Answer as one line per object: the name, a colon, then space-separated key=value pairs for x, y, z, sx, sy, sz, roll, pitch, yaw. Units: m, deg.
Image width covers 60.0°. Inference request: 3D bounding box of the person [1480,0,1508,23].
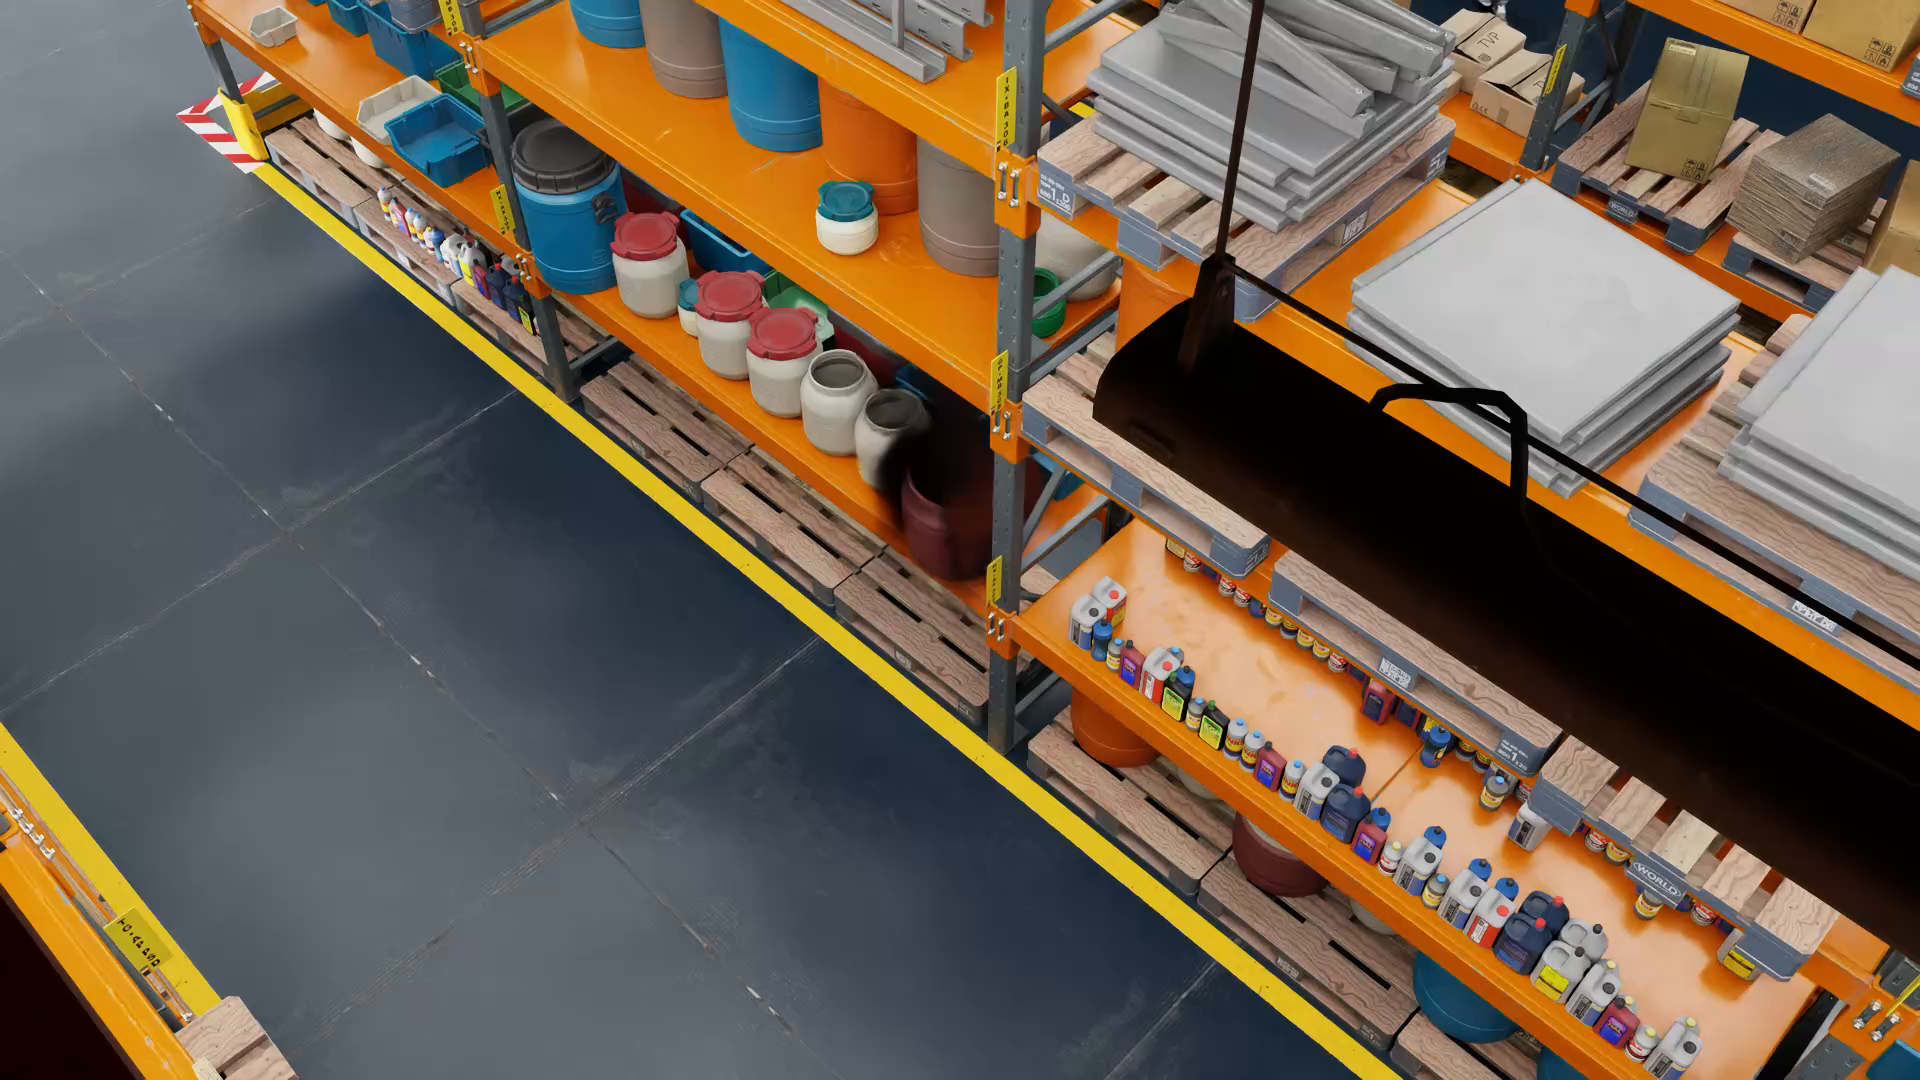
person: x=4.499 y=-5.038 z=13.567 sx=0.432 sy=1.607 sz=0.390 roll=17 pitch=52 yaw=14
